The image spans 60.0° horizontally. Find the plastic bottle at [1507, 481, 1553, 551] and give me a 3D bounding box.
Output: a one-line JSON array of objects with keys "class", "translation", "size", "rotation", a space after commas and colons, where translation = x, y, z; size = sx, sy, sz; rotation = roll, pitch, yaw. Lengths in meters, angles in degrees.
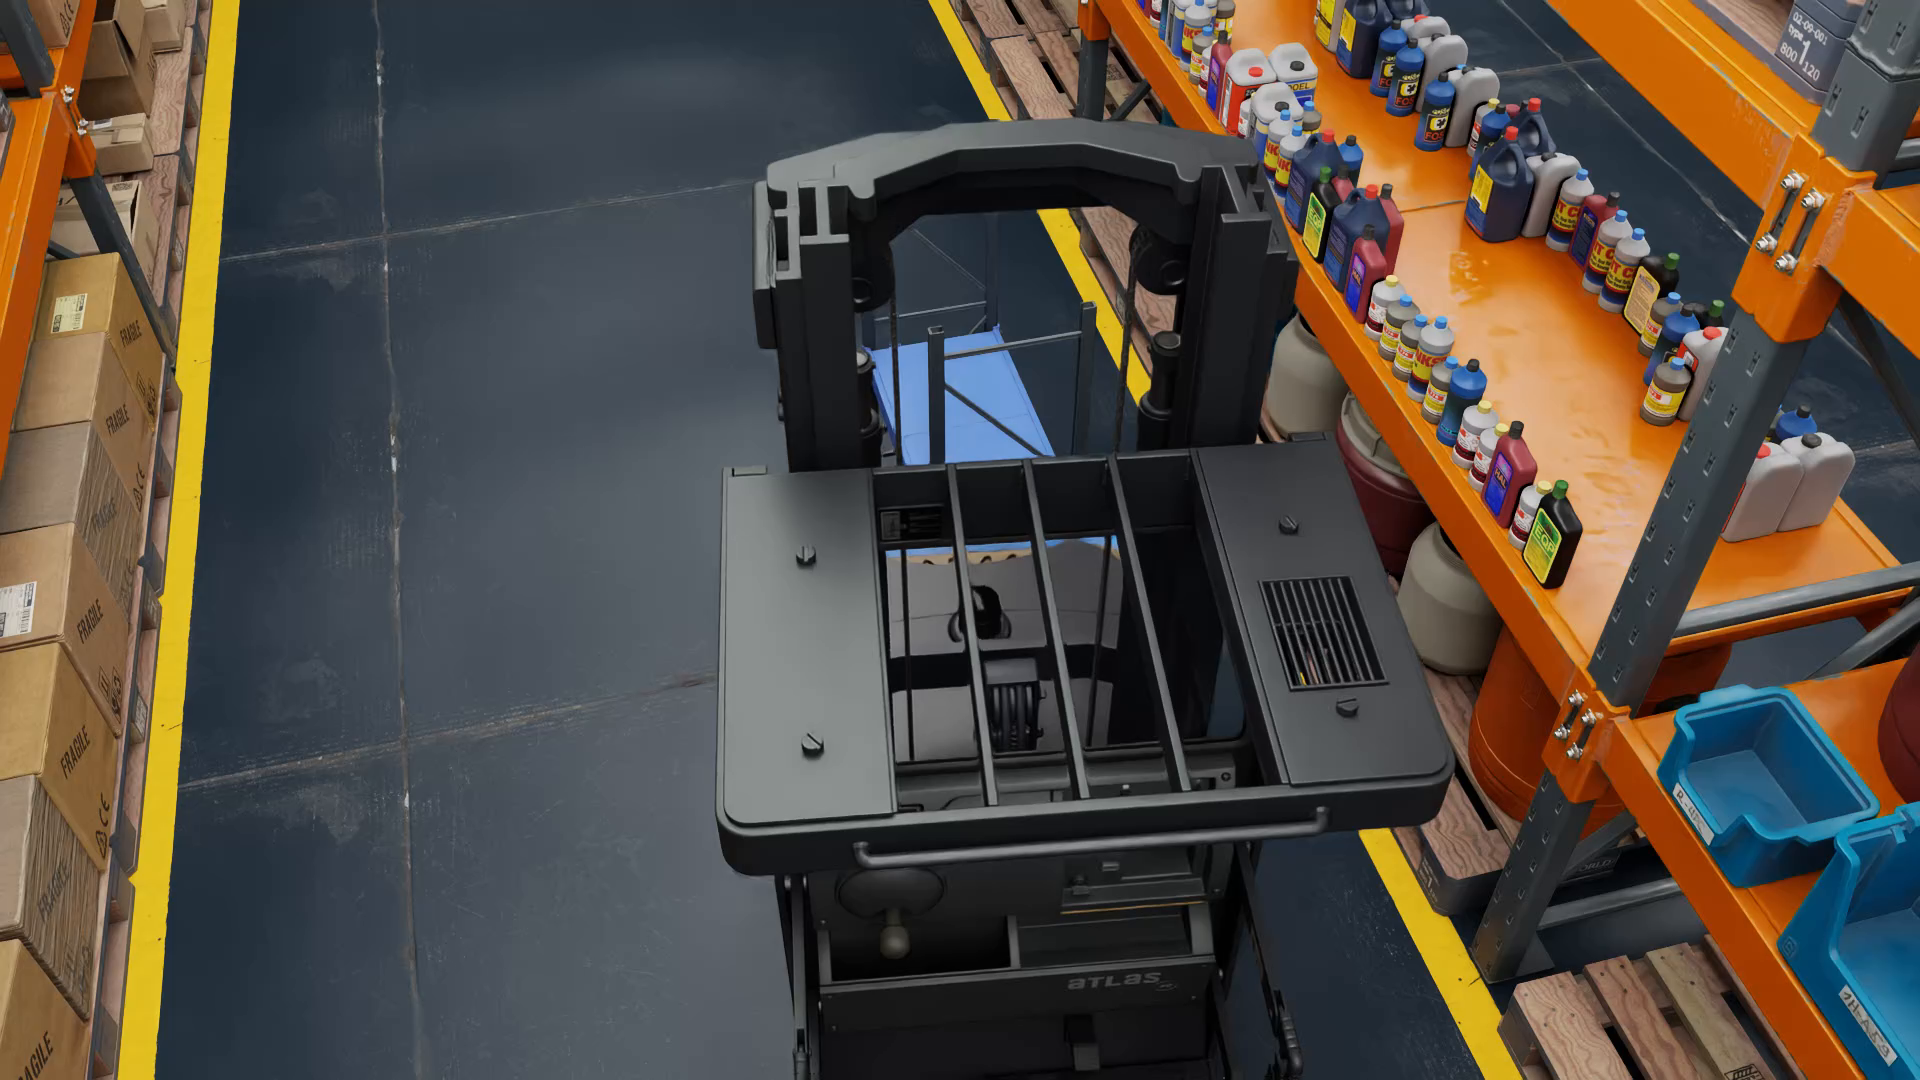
[{"class": "plastic bottle", "translation": [1.508, -0.071, 4.358], "size": [0.097, 0.201, 0.097], "rotation": [0, 46, 0]}]

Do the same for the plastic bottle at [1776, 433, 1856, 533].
[{"class": "plastic bottle", "translation": [2.238, -0.171, 4.404], "size": [0.152, 0.276, 0.135], "rotation": [-11, 47, -10]}]

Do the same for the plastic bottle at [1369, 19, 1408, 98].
[{"class": "plastic bottle", "translation": [1.532, -1.724, 5.929], "size": [0.097, 0.271, 0.097], "rotation": [0, 46, 0]}]

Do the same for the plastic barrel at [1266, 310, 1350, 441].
[{"class": "plastic barrel", "translation": [1.374, -0.620, 6.206], "size": [0.421, 0.512, 0.421], "rotation": [0, 46, 0]}]

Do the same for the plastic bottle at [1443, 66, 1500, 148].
[{"class": "plastic bottle", "translation": [1.742, -1.508, 5.714], "size": [0.152, 0.276, 0.135], "rotation": [-11, 47, -10]}]

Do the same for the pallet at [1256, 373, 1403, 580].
[{"class": "pallet", "translation": [1.485, -0.258, 6.355], "size": [1.003, 0.211, 1.213], "rotation": [-11, 47, -10]}]

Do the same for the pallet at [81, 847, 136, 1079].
[{"class": "pallet", "translation": [-2.908, 1.501, 4.632], "size": [1.003, 0.211, 1.213], "rotation": [-11, 47, -10]}]

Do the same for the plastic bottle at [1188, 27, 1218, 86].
[{"class": "plastic bottle", "translation": [0.884, -1.754, 6.008], "size": [0.097, 0.201, 0.097], "rotation": [0, 46, 0]}]

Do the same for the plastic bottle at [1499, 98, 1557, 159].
[{"class": "plastic bottle", "translation": [1.846, -1.265, 5.424], "size": [0.144, 0.351, 0.185], "rotation": [-11, 47, -10]}]

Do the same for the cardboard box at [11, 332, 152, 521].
[{"class": "cardboard box", "translation": [-3.255, -0.363, 5.947], "size": [0.500, 0.500, 0.500], "rotation": [-11, 47, -10]}]

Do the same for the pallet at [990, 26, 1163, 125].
[{"class": "pallet", "translation": [0.786, -2.142, 8.202], "size": [1.003, 0.211, 1.213], "rotation": [-11, 47, -10]}]

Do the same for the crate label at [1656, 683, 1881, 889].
[{"class": "crate label", "translation": [1.781, 0.562, 3.716], "size": [0.303, 0.233, 0.416], "rotation": [-11, 47, -10]}]

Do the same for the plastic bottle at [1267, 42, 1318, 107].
[{"class": "plastic bottle", "translation": [1.146, -1.574, 5.779], "size": [0.152, 0.276, 0.135], "rotation": [-11, 47, -10]}]

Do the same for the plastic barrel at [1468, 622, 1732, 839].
[{"class": "plastic barrel", "translation": [1.894, 0.422, 4.962], "size": [0.600, 0.830, 0.708], "rotation": [-11, 47, -10]}]

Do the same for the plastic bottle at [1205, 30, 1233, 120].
[{"class": "plastic bottle", "translation": [0.921, -1.633, 5.831], "size": [0.061, 0.283, 0.133], "rotation": [-11, 47, -10]}]

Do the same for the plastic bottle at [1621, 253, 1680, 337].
[{"class": "plastic bottle", "translation": [2.070, -0.753, 4.969], "size": [0.061, 0.283, 0.133], "rotation": [-11, 47, -10]}]

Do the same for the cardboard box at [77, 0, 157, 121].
[{"class": "cardboard box", "translation": [-4.263, -2.291, 7.835], "size": [0.797, 0.503, 0.637], "rotation": [-11, 47, -10]}]

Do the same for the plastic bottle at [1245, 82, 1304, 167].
[{"class": "plastic bottle", "translation": [1.059, -1.386, 5.595], "size": [0.152, 0.276, 0.135], "rotation": [-11, 47, -10]}]

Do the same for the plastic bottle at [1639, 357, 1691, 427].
[{"class": "plastic bottle", "translation": [2.003, -0.428, 4.709], "size": [0.097, 0.201, 0.097], "rotation": [0, 46, 0]}]

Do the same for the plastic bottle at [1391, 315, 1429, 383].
[{"class": "plastic bottle", "translation": [1.324, -0.566, 4.844], "size": [0.097, 0.201, 0.097], "rotation": [0, 46, 0]}]

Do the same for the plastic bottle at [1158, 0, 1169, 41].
[{"class": "plastic bottle", "translation": [0.800, -2.006, 6.206], "size": [0.097, 0.271, 0.097], "rotation": [0, 46, 0]}]

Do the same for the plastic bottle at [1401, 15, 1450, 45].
[{"class": "plastic bottle", "translation": [1.648, -1.761, 5.962], "size": [0.152, 0.276, 0.135], "rotation": [-11, 47, -10]}]

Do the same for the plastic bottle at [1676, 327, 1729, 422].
[{"class": "plastic bottle", "translation": [2.119, -0.490, 4.717], "size": [0.152, 0.276, 0.135], "rotation": [-11, 47, -10]}]

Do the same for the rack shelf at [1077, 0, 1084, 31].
[{"class": "rack shelf", "translation": [0.500, -3.747, 8.325], "size": [1.077, 0.370, 4.000], "rotation": [-11, 47, -10]}]

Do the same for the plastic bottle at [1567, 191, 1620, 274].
[{"class": "plastic bottle", "translation": [1.986, -0.979, 5.191], "size": [0.061, 0.283, 0.133], "rotation": [-11, 47, -10]}]

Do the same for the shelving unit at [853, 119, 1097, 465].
[{"class": "shelving unit", "translation": [0.022, -0.466, 5.657], "size": [0.538, 1.500, 1.048], "rotation": [-11, 47, -10]}]

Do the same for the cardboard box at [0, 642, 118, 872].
[{"class": "cardboard box", "translation": [-2.857, 0.694, 4.912], "size": [0.500, 0.500, 0.500], "rotation": [-11, 47, -11]}]

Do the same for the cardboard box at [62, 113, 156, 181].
[{"class": "cardboard box", "translation": [-3.907, -1.802, 7.591], "size": [0.380, 0.166, 0.250], "rotation": [-11, 47, -10]}]

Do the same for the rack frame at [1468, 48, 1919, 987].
[{"class": "rack frame", "translation": [2.036, 0.144, 4.009], "size": [1.000, 3.000, 0.127], "rotation": [-11, 47, -10]}]

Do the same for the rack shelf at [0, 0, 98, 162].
[{"class": "rack shelf", "translation": [-4.289, -2.844, 7.440], "size": [1.077, 0.370, 4.000], "rotation": [-11, 47, -10]}]

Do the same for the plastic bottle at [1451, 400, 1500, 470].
[{"class": "plastic bottle", "translation": [1.424, -0.297, 4.580], "size": [0.097, 0.201, 0.097], "rotation": [0, 46, 0]}]

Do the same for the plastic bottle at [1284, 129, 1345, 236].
[{"class": "plastic bottle", "translation": [1.145, -1.167, 5.327], "size": [0.144, 0.351, 0.185], "rotation": [-11, 47, -10]}]

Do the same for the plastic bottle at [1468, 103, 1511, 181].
[{"class": "plastic bottle", "translation": [1.773, -1.328, 5.541], "size": [0.097, 0.271, 0.097], "rotation": [0, 46, 0]}]

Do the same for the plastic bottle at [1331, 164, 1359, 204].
[{"class": "plastic bottle", "translation": [1.205, -1.037, 5.247], "size": [0.061, 0.283, 0.133], "rotation": [-11, 47, -10]}]

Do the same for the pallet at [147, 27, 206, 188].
[{"class": "pallet", "translation": [-4.268, -2.057, 8.118], "size": [1.003, 0.211, 1.213], "rotation": [-11, 47, -10]}]

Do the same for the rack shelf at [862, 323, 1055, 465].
[{"class": "rack shelf", "translation": [0.022, -0.340, 5.785], "size": [0.538, 0.185, 1.000], "rotation": [-11, 47, -10]}]

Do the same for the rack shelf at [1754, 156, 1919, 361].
[{"class": "rack shelf", "translation": [2.548, 0.727, 1.841], "size": [1.077, 0.370, 4.000], "rotation": [-11, 47, -10]}]

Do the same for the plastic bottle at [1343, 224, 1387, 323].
[{"class": "plastic bottle", "translation": [1.227, -0.806, 5.021], "size": [0.061, 0.283, 0.133], "rotation": [-11, 47, -10]}]

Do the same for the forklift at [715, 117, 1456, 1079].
[{"class": "forklift", "translation": [0.153, 0.776, 3.438], "size": [1.130, 2.935, 3.031], "rotation": [-4, 46, -4]}]
